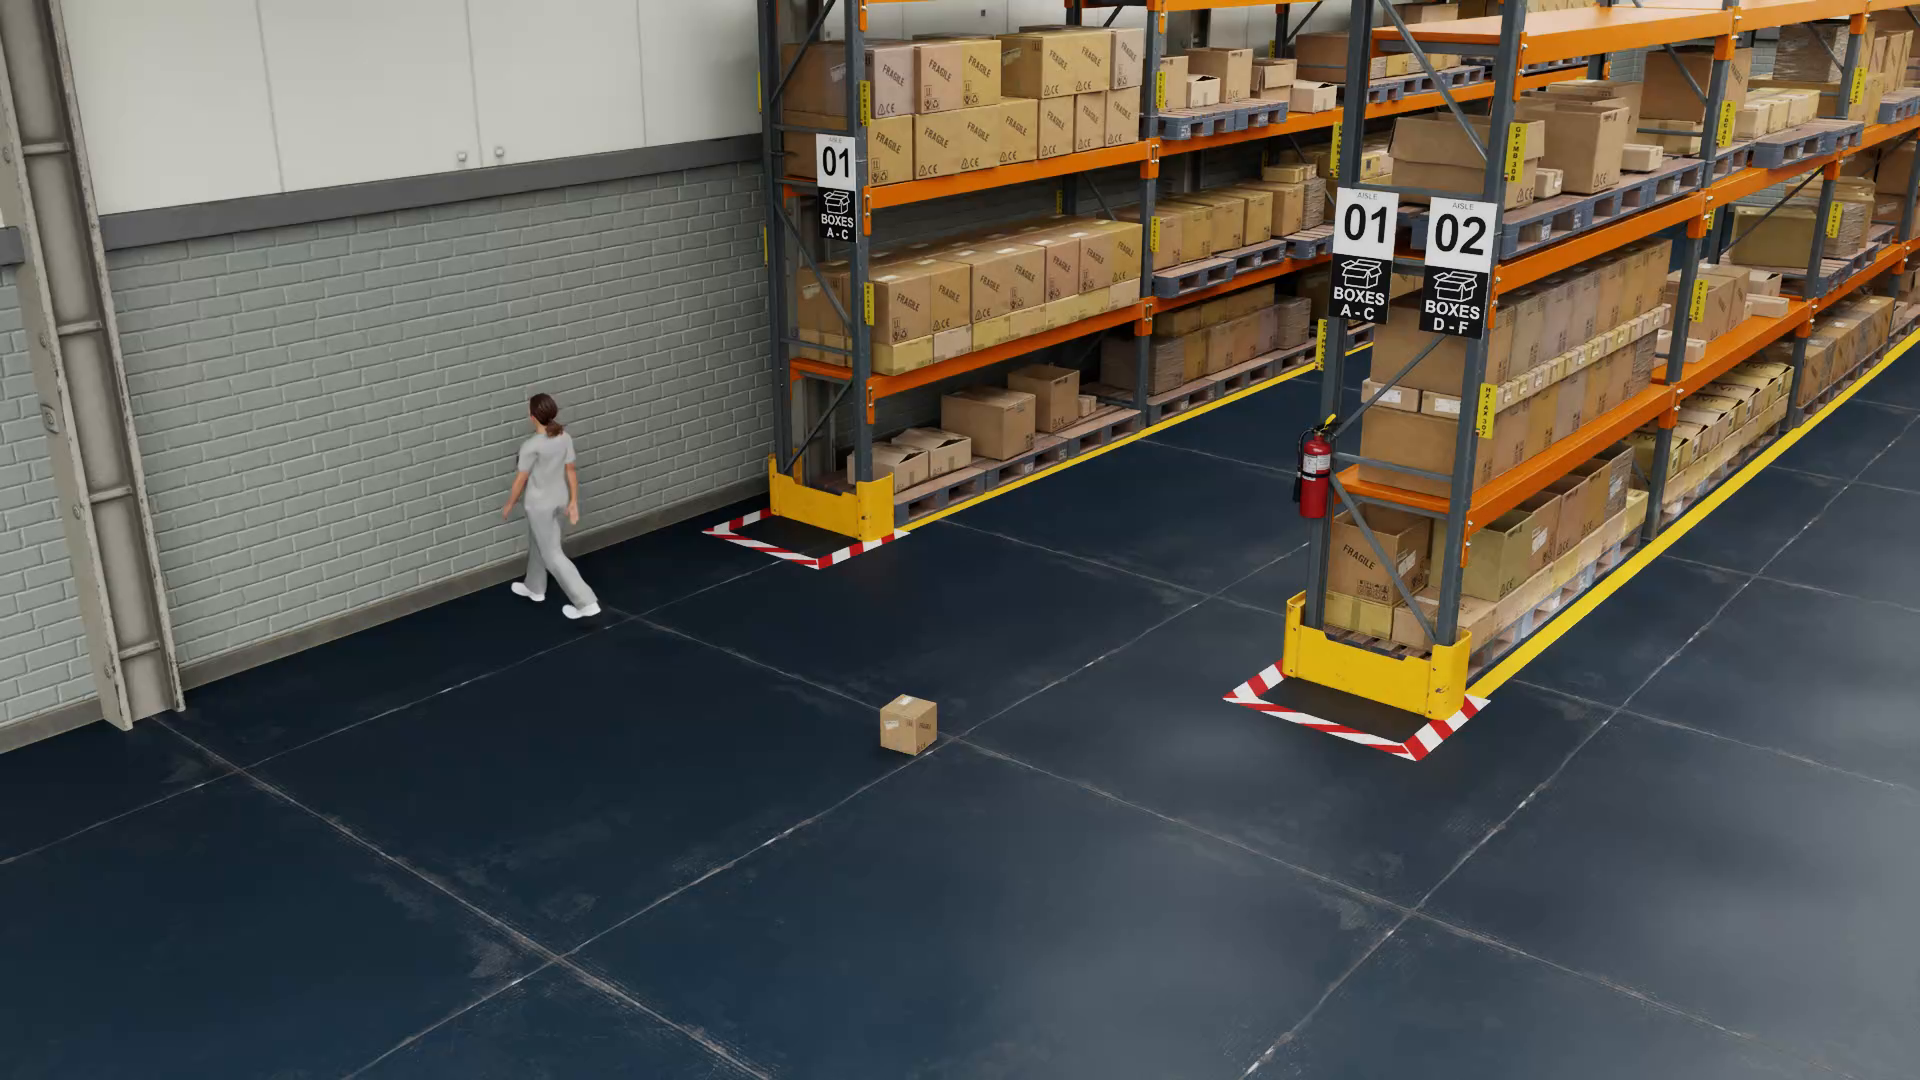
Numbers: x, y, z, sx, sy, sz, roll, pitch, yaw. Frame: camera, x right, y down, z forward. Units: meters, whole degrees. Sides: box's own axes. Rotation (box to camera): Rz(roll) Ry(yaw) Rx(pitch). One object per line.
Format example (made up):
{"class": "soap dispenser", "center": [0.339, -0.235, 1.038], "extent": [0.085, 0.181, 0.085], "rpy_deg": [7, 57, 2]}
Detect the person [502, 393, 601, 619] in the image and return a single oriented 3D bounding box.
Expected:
{"class": "person", "center": [-2.949, -0.251, 11.765], "extent": [0.989, 1.624, 0.454], "rpy_deg": [12, 23, 29]}
